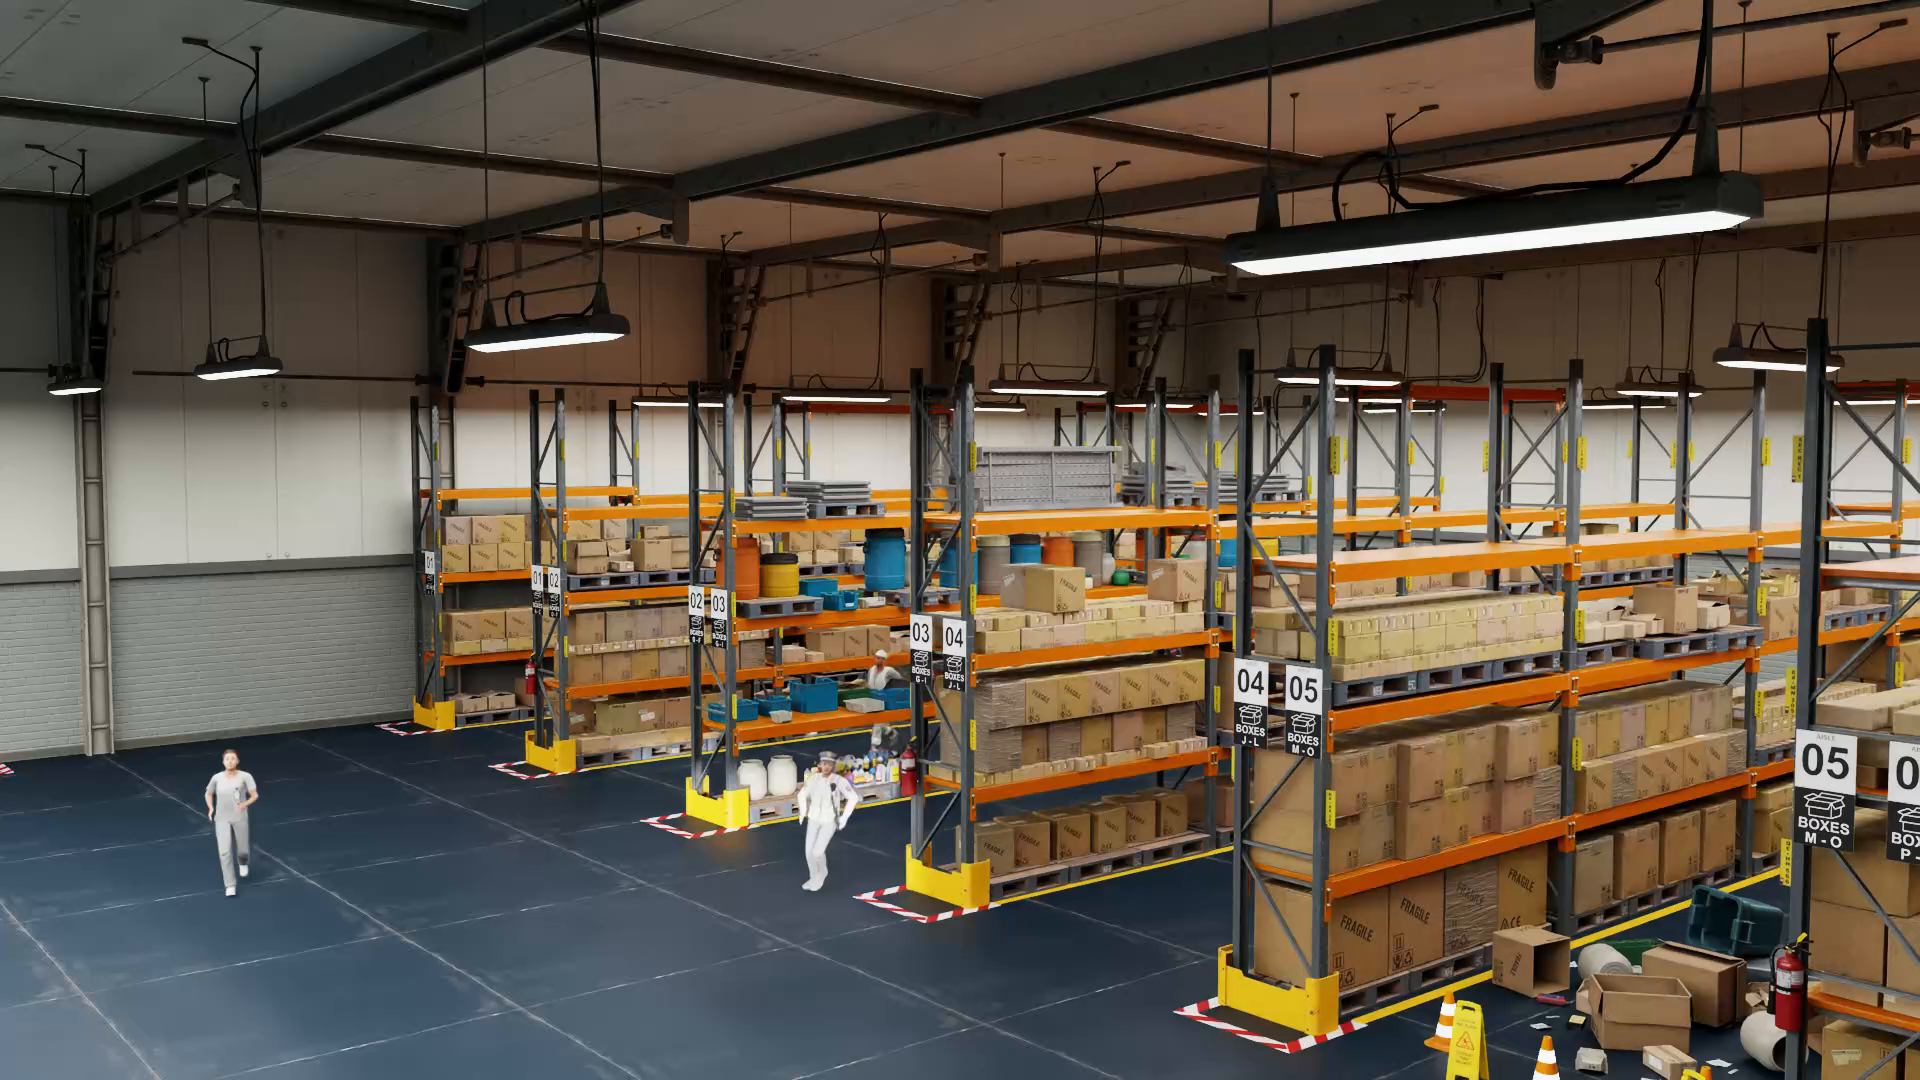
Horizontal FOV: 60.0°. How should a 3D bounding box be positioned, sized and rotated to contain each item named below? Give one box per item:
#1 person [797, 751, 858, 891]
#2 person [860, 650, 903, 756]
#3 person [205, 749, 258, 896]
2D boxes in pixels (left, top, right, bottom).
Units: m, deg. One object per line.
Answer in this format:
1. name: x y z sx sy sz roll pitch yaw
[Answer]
1. person: -1.558 3.218 19.008 0.675 1.637 0.570 1 4 20
2. person: -1.282 2.674 27.152 0.653 1.774 0.959 3 4 39
3. person: -8.384 3.216 19.137 0.573 1.632 0.779 -1 4 -18
